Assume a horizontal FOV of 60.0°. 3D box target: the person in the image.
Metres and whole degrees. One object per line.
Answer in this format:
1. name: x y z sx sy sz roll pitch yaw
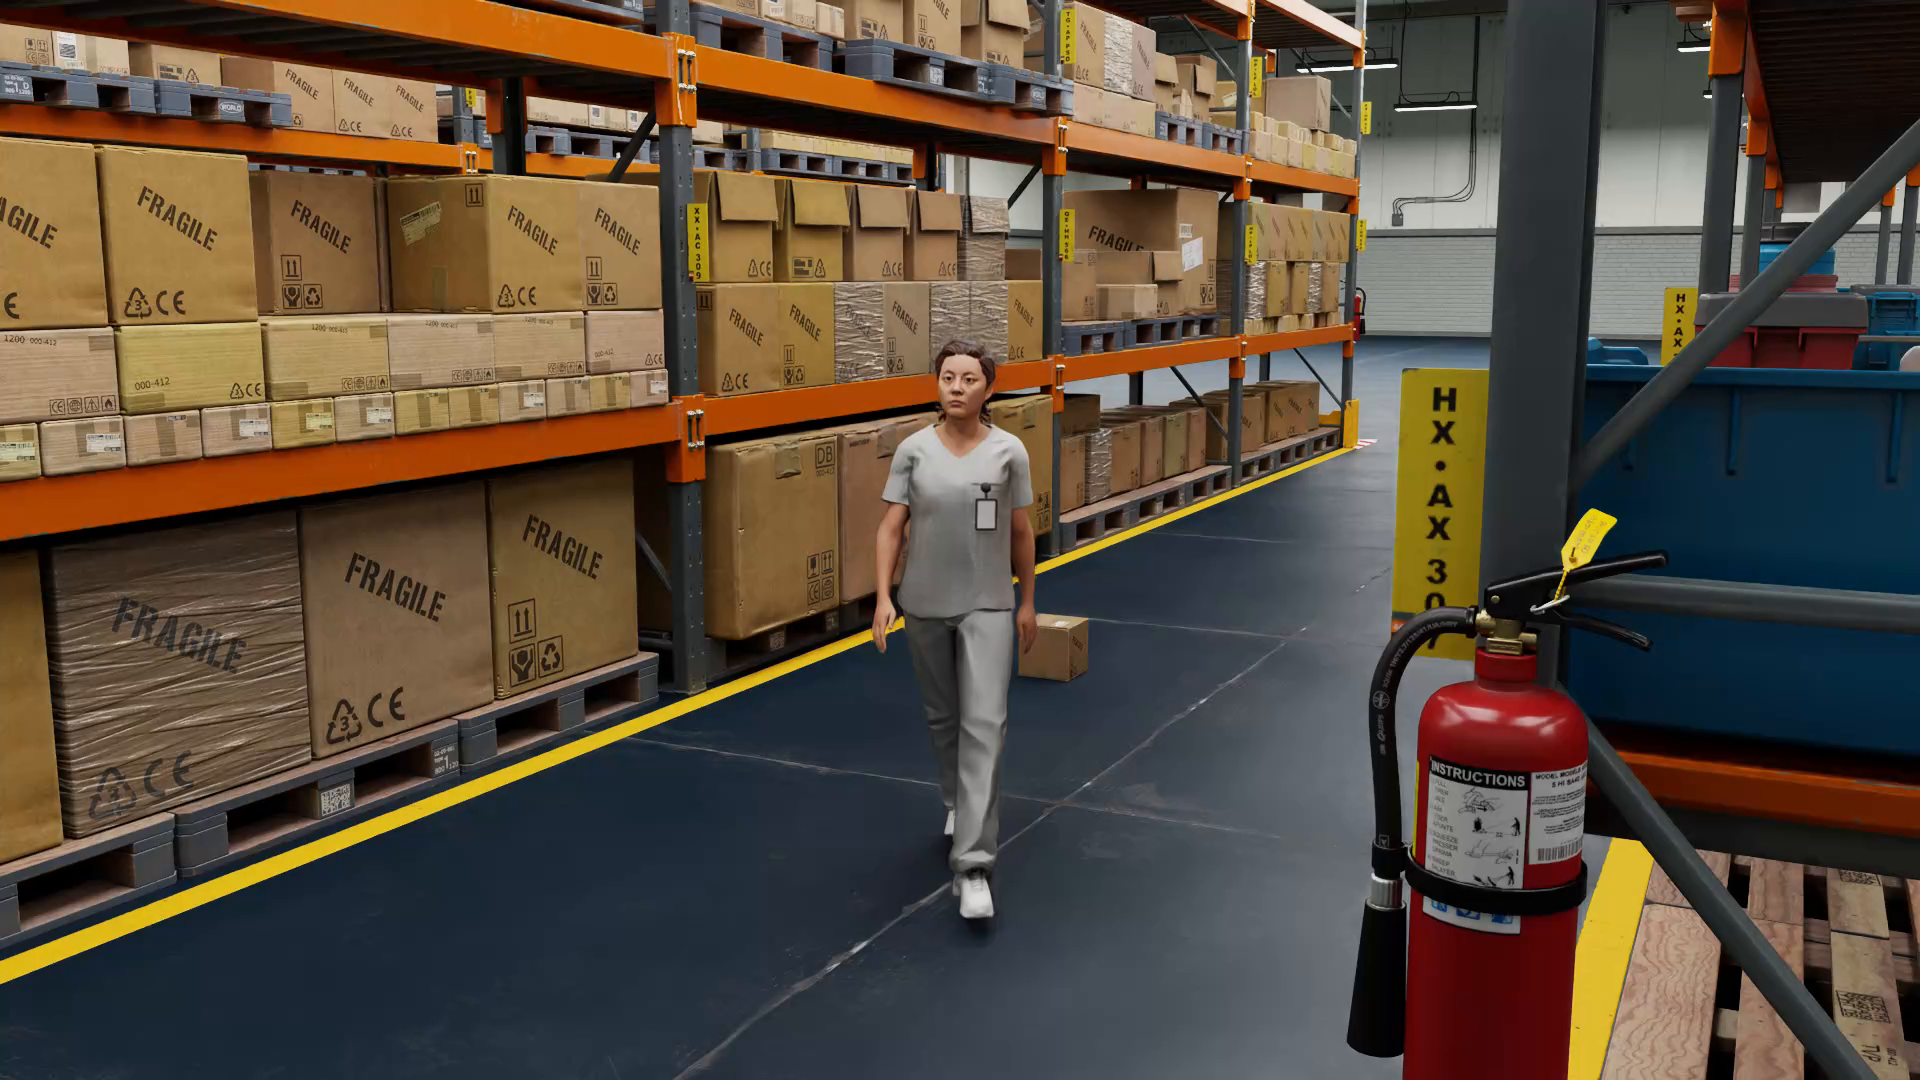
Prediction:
1. person: -0.021 0.211 5.009 0.471 1.607 0.985 1 9 8
